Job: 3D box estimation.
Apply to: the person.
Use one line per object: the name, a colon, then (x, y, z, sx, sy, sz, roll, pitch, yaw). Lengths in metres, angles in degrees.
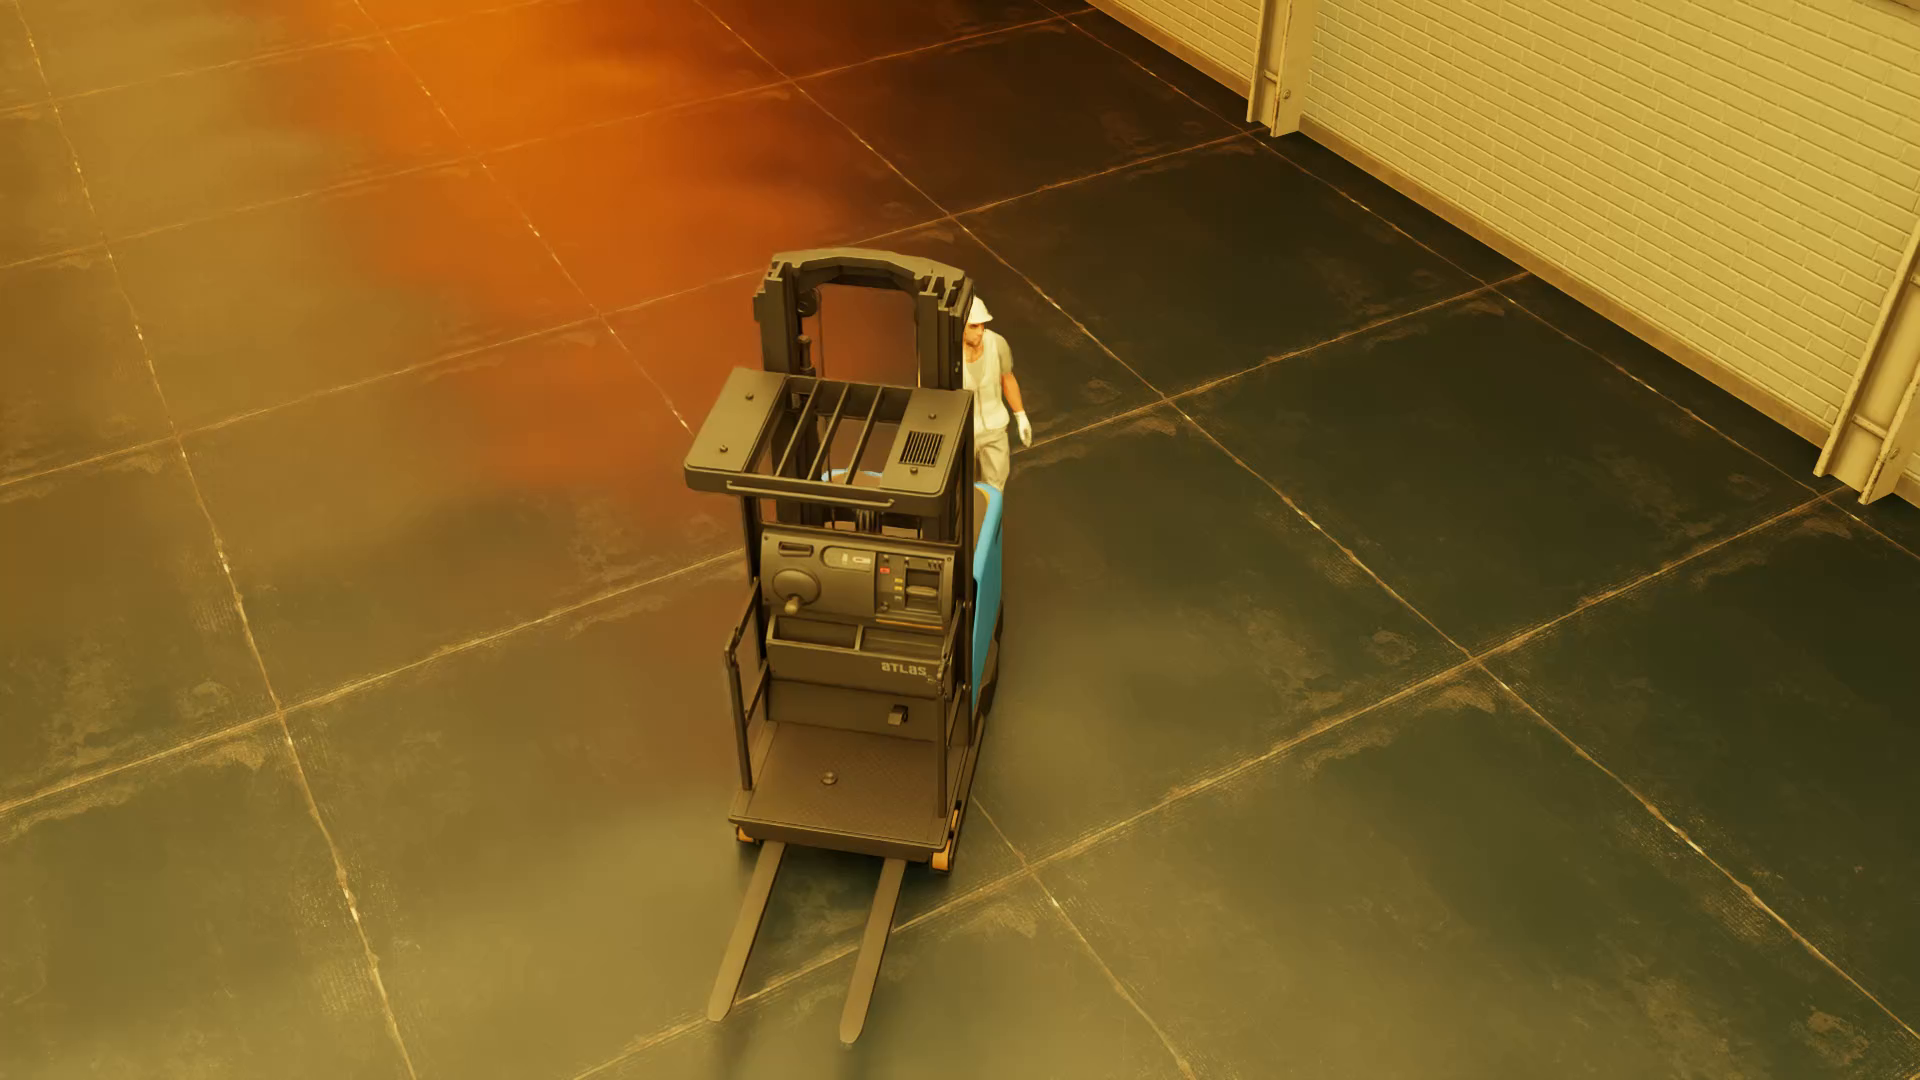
person: (0.092, -0.594, 9.683, 0.710, 1.763, 0.576, -17, 43, -19)

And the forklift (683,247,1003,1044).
forklift: (-0.525, 0.269, 7.711, 1.130, 2.935, 3.031, 7, 40, 8)
